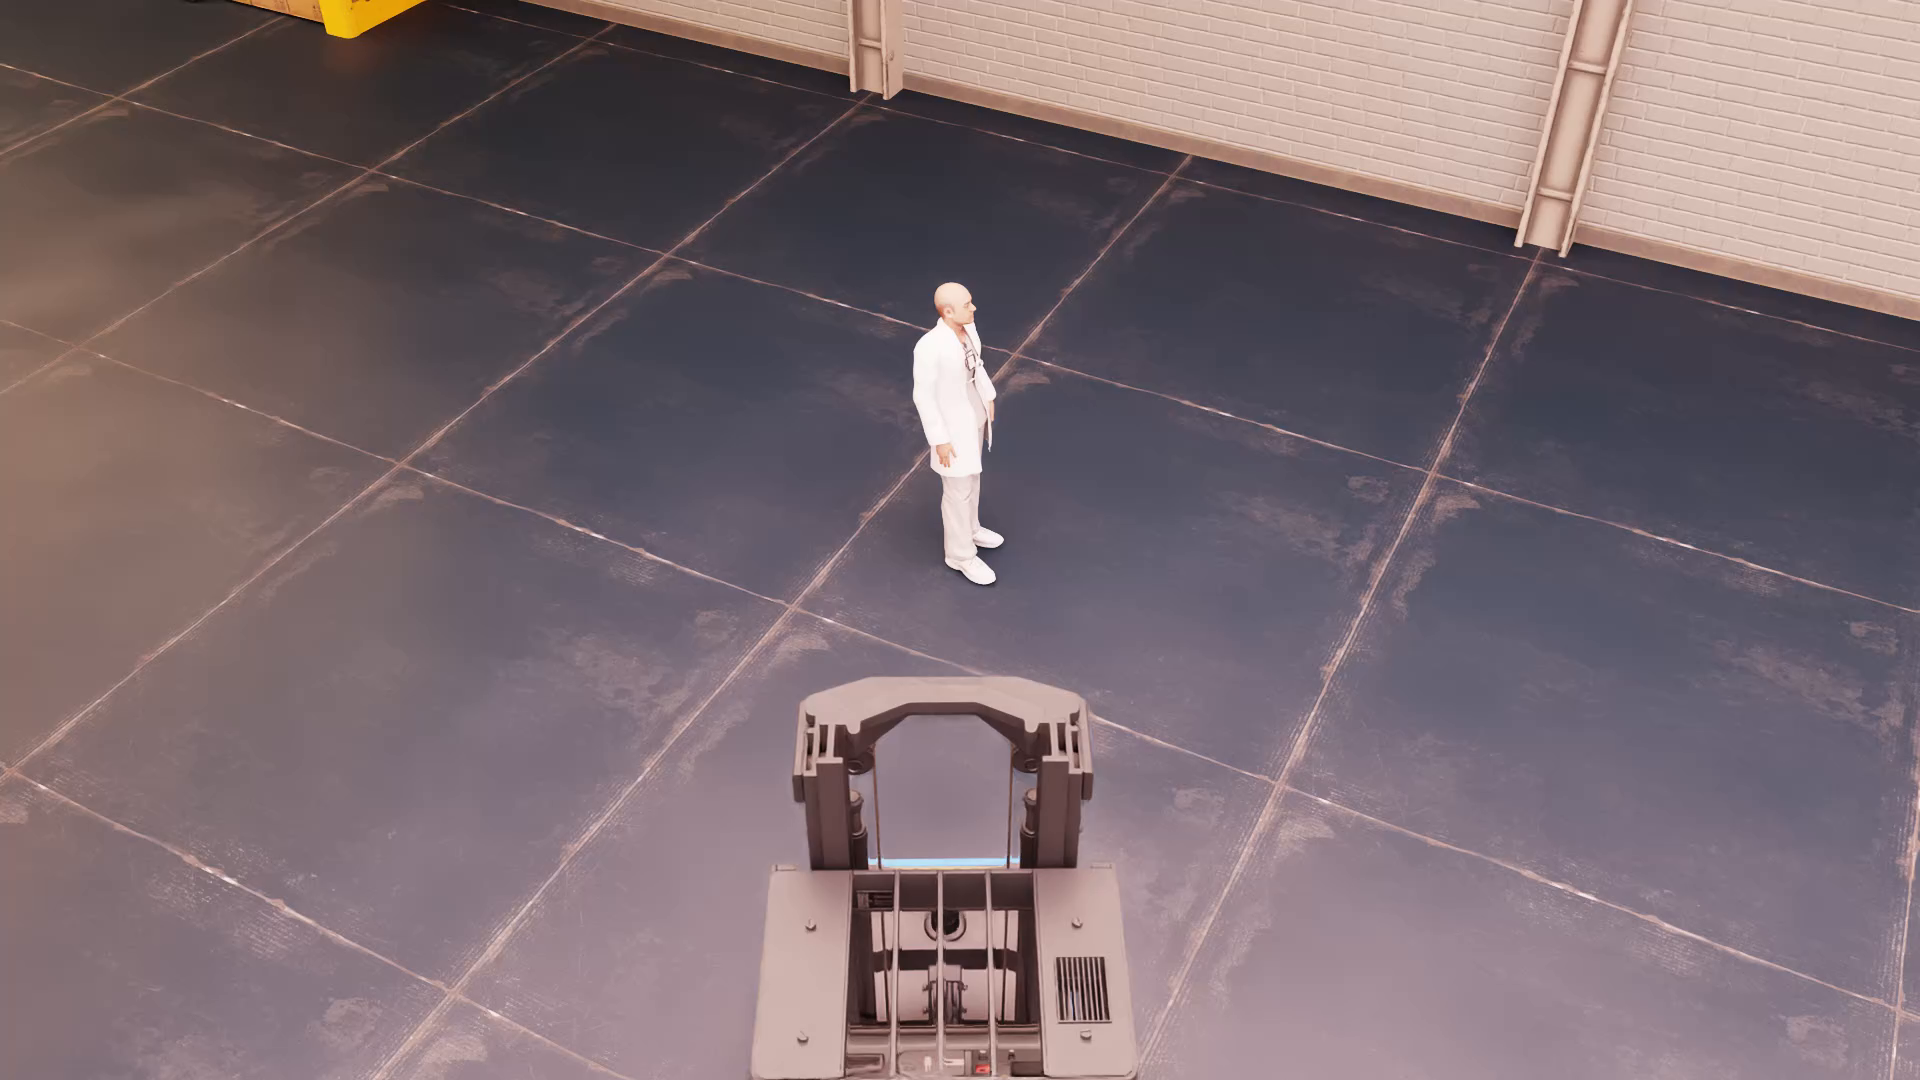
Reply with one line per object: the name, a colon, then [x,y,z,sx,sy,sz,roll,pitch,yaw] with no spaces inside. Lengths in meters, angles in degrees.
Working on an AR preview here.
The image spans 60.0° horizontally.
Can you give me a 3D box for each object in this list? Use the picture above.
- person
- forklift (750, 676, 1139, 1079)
person: [0.078,-0.656,9.650,0.581,1.775,0.696,18,43,21]
forklift: [-0.048,1.992,5.621,1.130,2.935,3.031,0,40,0]
